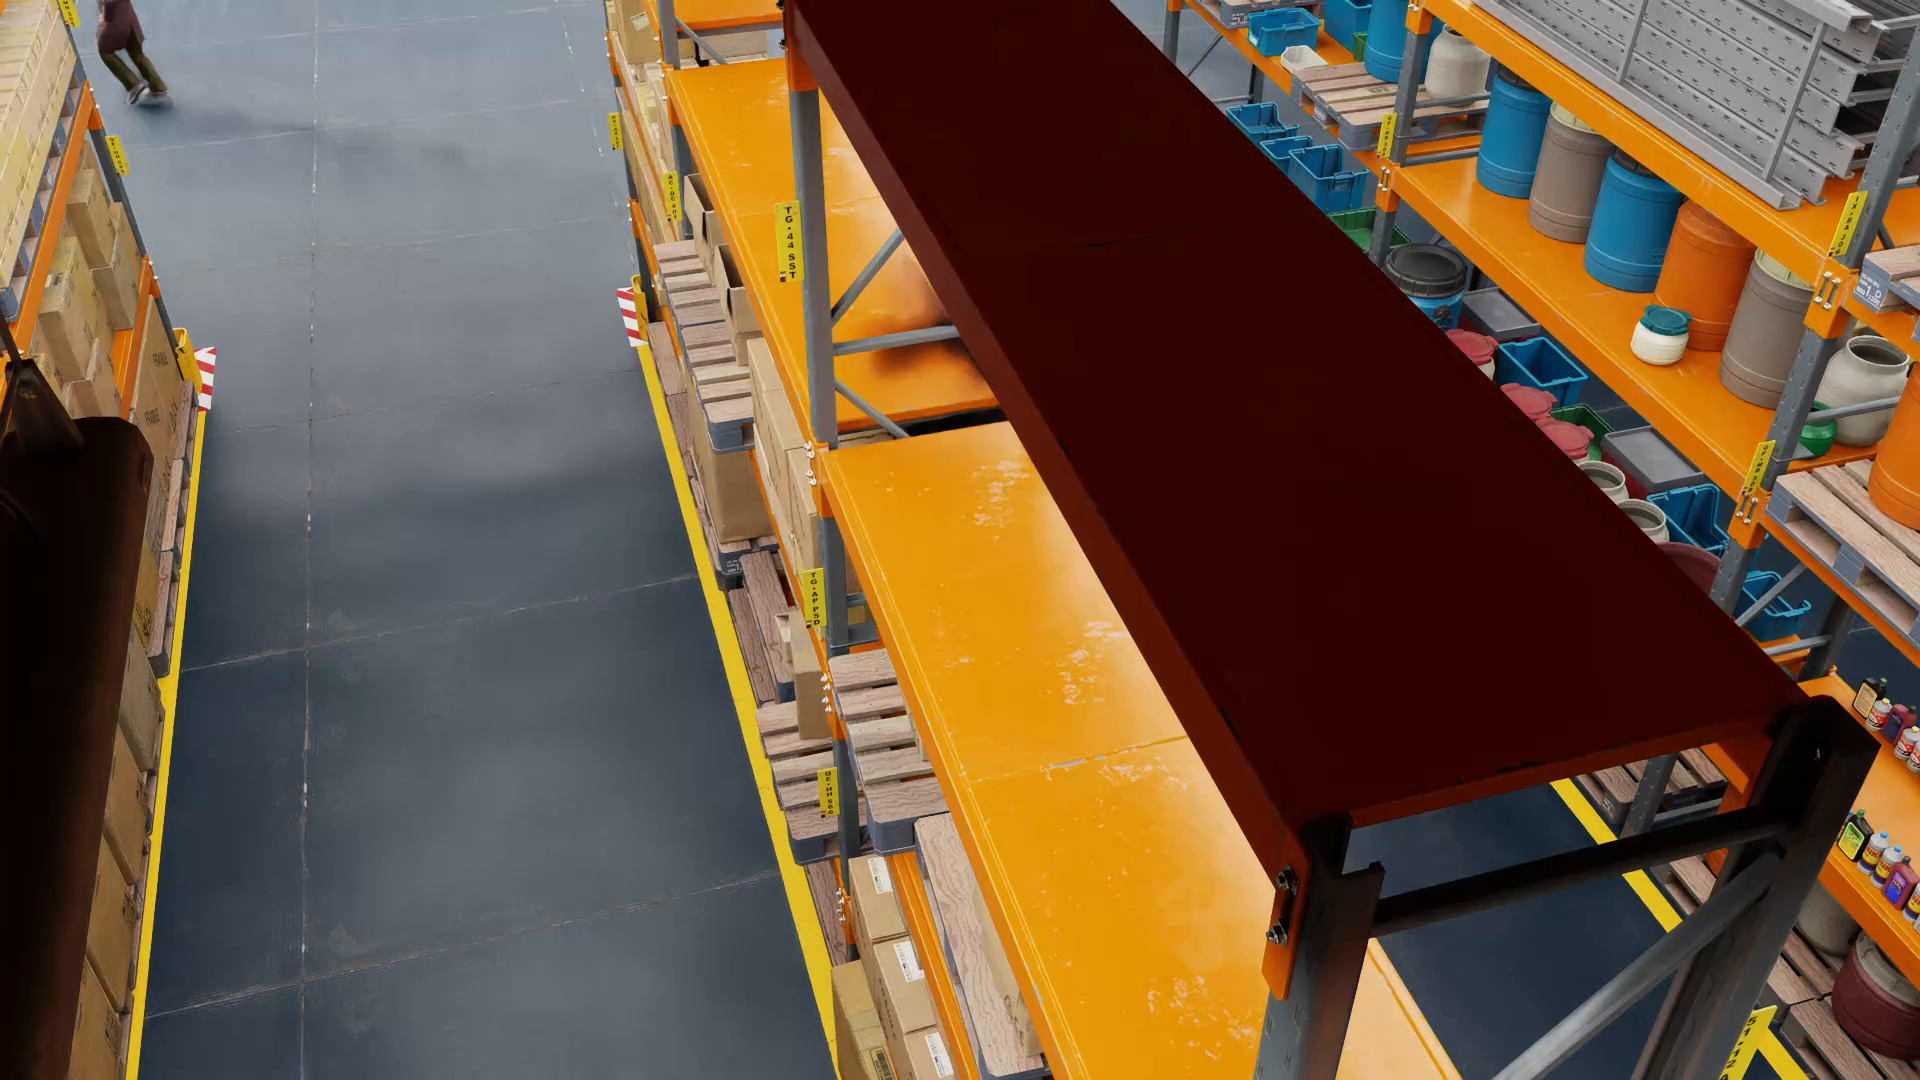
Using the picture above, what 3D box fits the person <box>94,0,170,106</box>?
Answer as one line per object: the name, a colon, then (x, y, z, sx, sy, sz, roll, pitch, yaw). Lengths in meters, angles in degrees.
person: (-9.455, -5.769, 18.695, 0.754, 1.814, 0.684, 12, 40, 14)
